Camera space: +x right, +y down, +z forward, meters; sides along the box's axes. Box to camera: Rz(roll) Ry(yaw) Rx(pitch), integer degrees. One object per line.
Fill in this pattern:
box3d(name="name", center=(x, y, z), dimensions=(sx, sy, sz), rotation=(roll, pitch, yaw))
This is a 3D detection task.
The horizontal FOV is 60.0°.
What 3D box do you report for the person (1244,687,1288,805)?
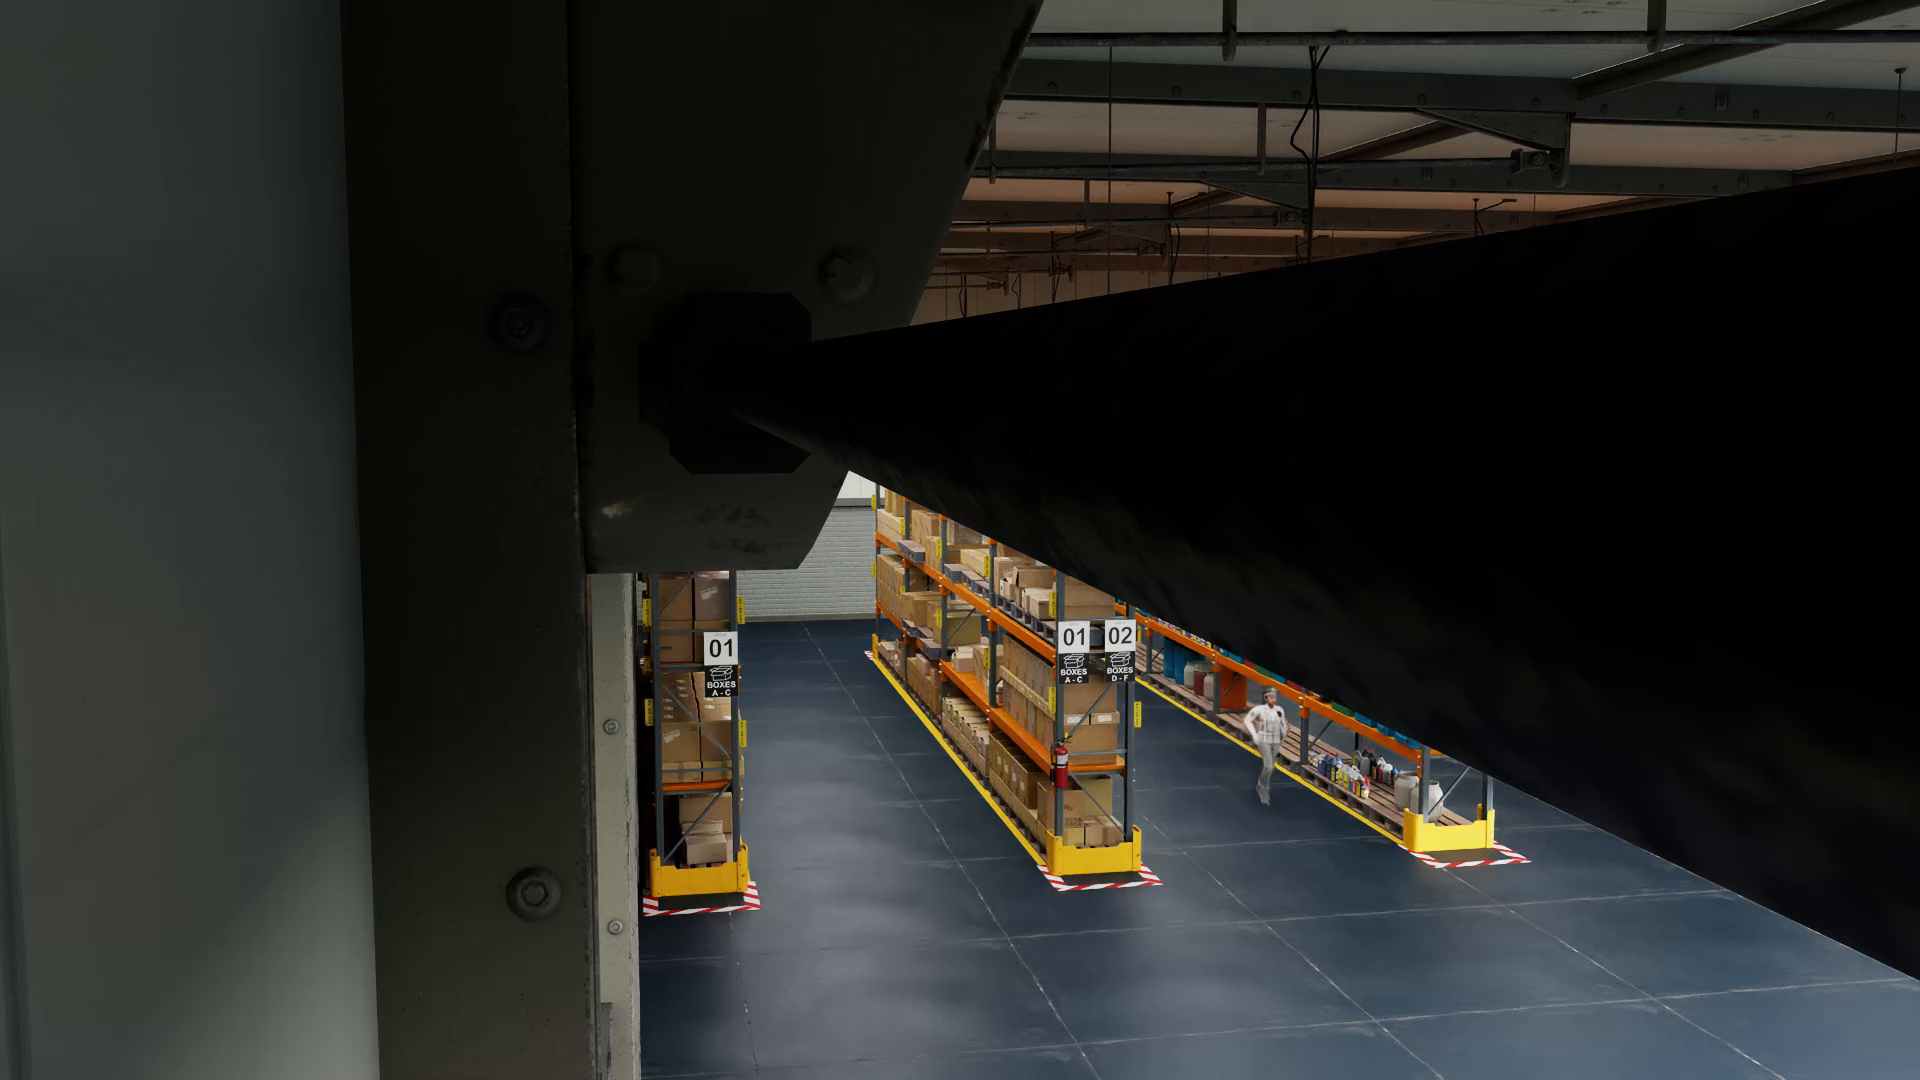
box3d(name="person", center=(4.520, 3.006, 24.349), dimensions=(0.588, 1.727, 0.715), rotation=(-2, 6, -19))
